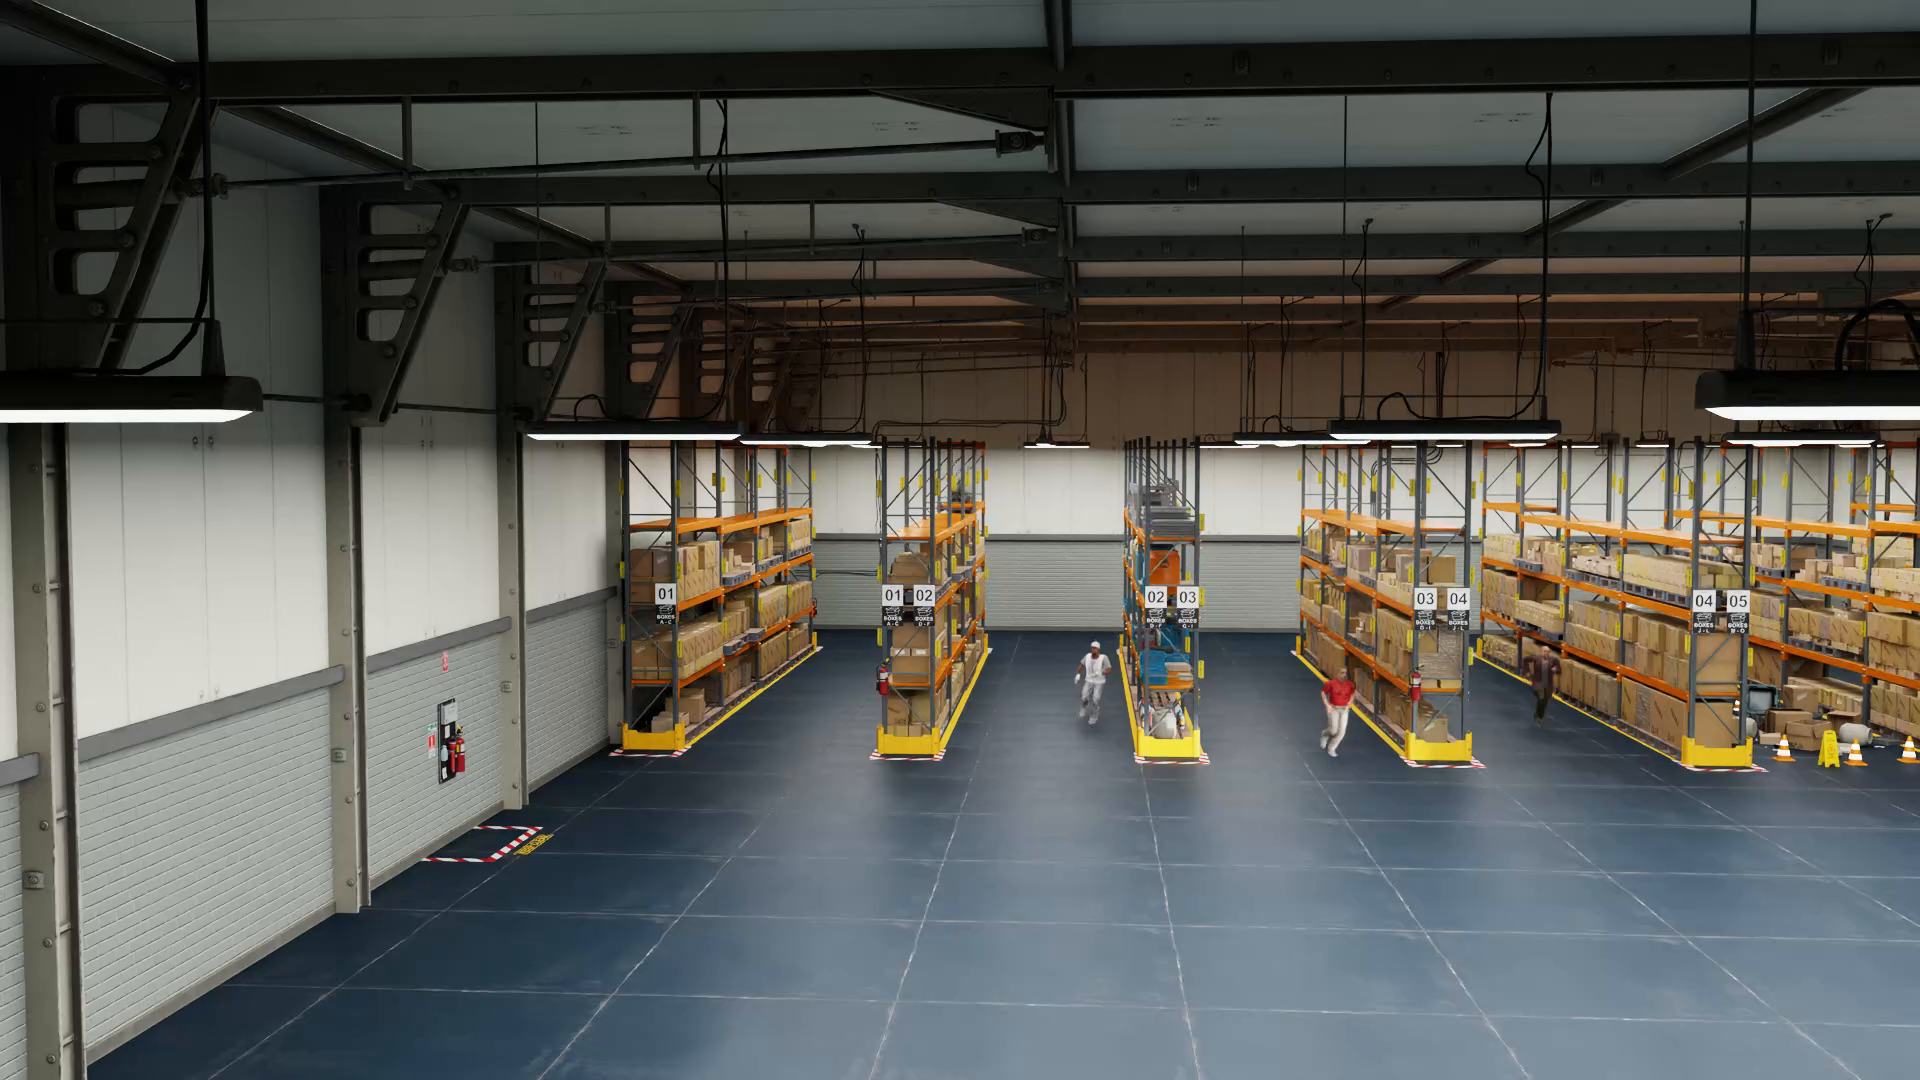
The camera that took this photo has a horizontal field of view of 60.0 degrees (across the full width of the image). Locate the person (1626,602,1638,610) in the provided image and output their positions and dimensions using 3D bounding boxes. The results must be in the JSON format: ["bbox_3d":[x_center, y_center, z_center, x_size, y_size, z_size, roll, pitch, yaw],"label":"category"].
[{"bbox_3d":[19.072,2.321,47.475,0.574,1.724,0.653,0,3,-9],"label":"person"}]

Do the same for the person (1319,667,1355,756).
[{"bbox_3d":[7.161,3.227,31.396,0.654,1.671,0.557,-1,3,-12],"label":"person"}]

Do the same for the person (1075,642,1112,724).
[{"bbox_3d":[2.800,3.003,34.941,0.805,1.733,0.561,1,3,14],"label":"person"}]

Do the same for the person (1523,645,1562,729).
[{"bbox_3d":[11.996,3.014,34.273,0.690,1.730,0.985,0,3,2],"label":"person"}]

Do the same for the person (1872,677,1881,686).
[{"bbox_3d":[21.157,2.896,38.349,0.573,1.567,0.476,0,3,-7],"label":"person"}]
